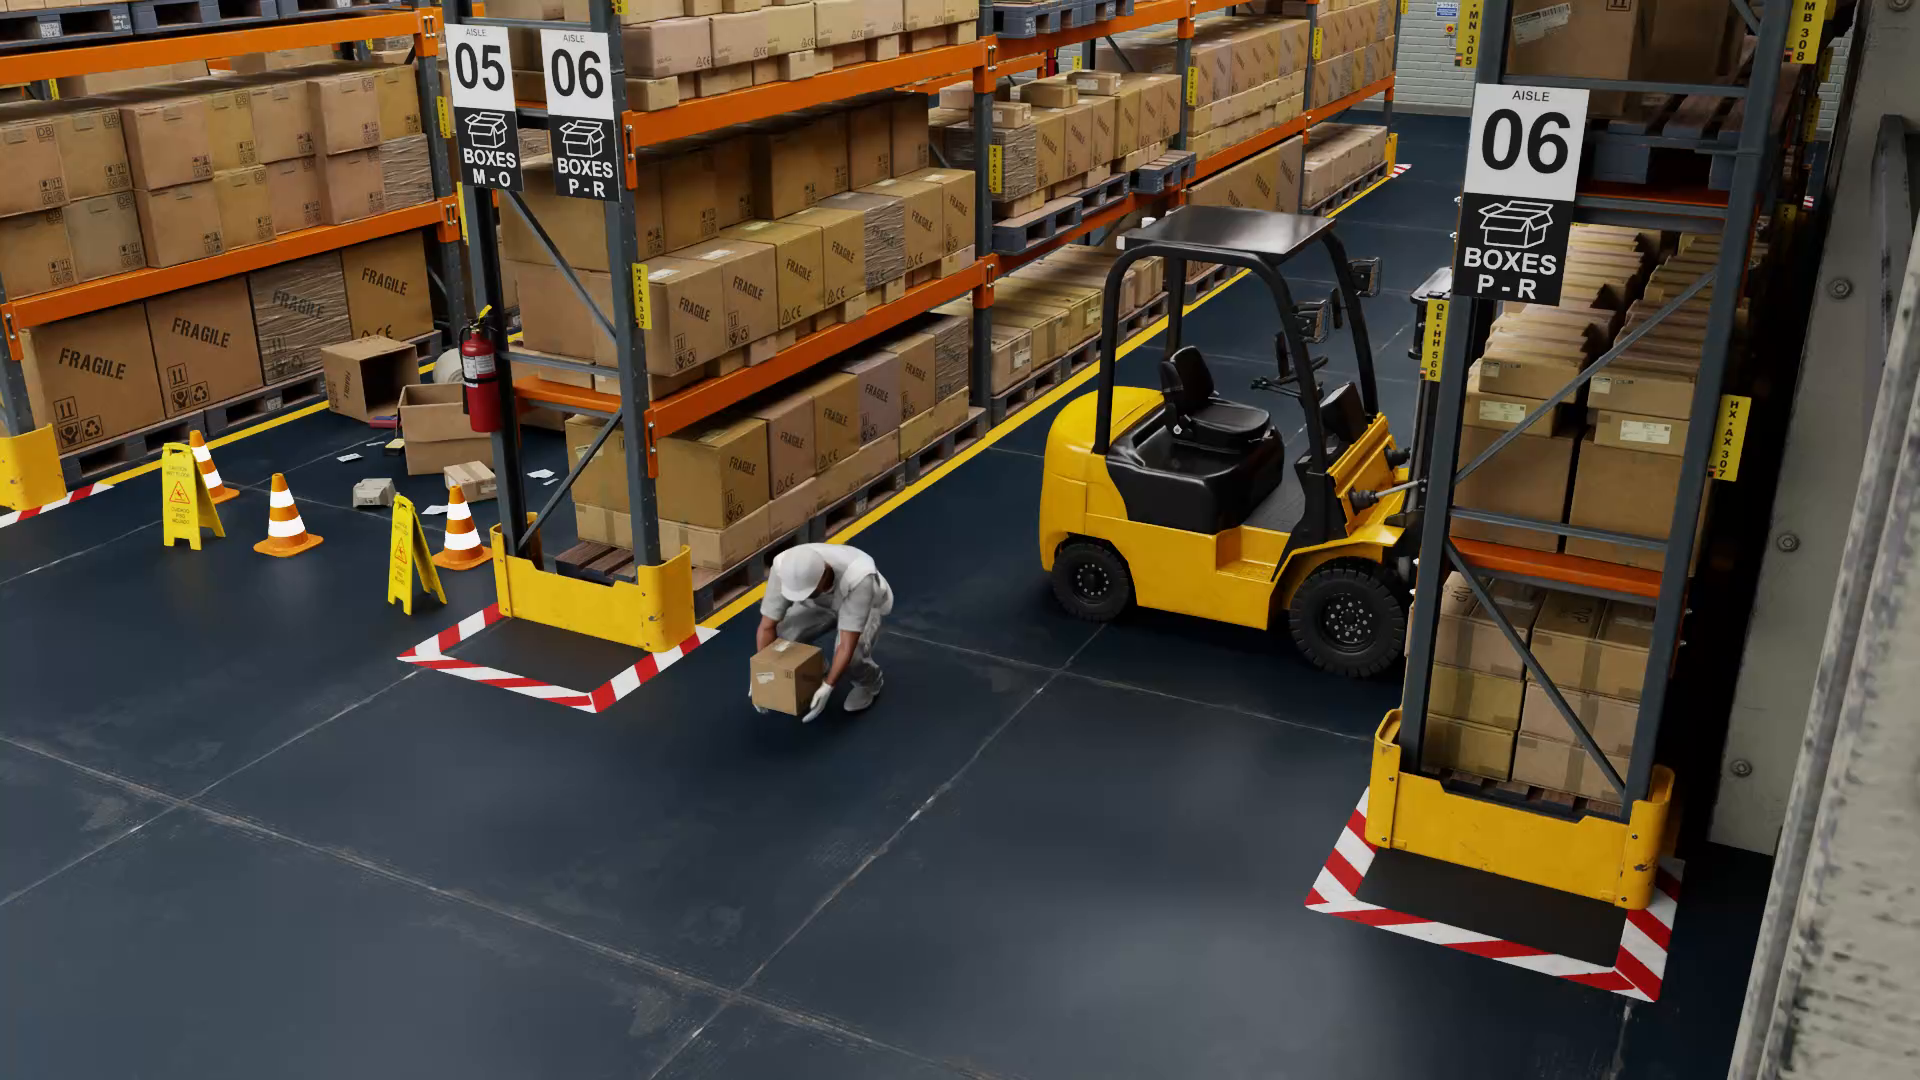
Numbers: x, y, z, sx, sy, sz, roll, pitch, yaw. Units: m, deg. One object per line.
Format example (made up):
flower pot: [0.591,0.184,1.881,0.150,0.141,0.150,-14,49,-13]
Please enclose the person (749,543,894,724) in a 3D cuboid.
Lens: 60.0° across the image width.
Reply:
person: [-0.642,0.386,8.176,0.570,0.994,0.908,11,25,25]
